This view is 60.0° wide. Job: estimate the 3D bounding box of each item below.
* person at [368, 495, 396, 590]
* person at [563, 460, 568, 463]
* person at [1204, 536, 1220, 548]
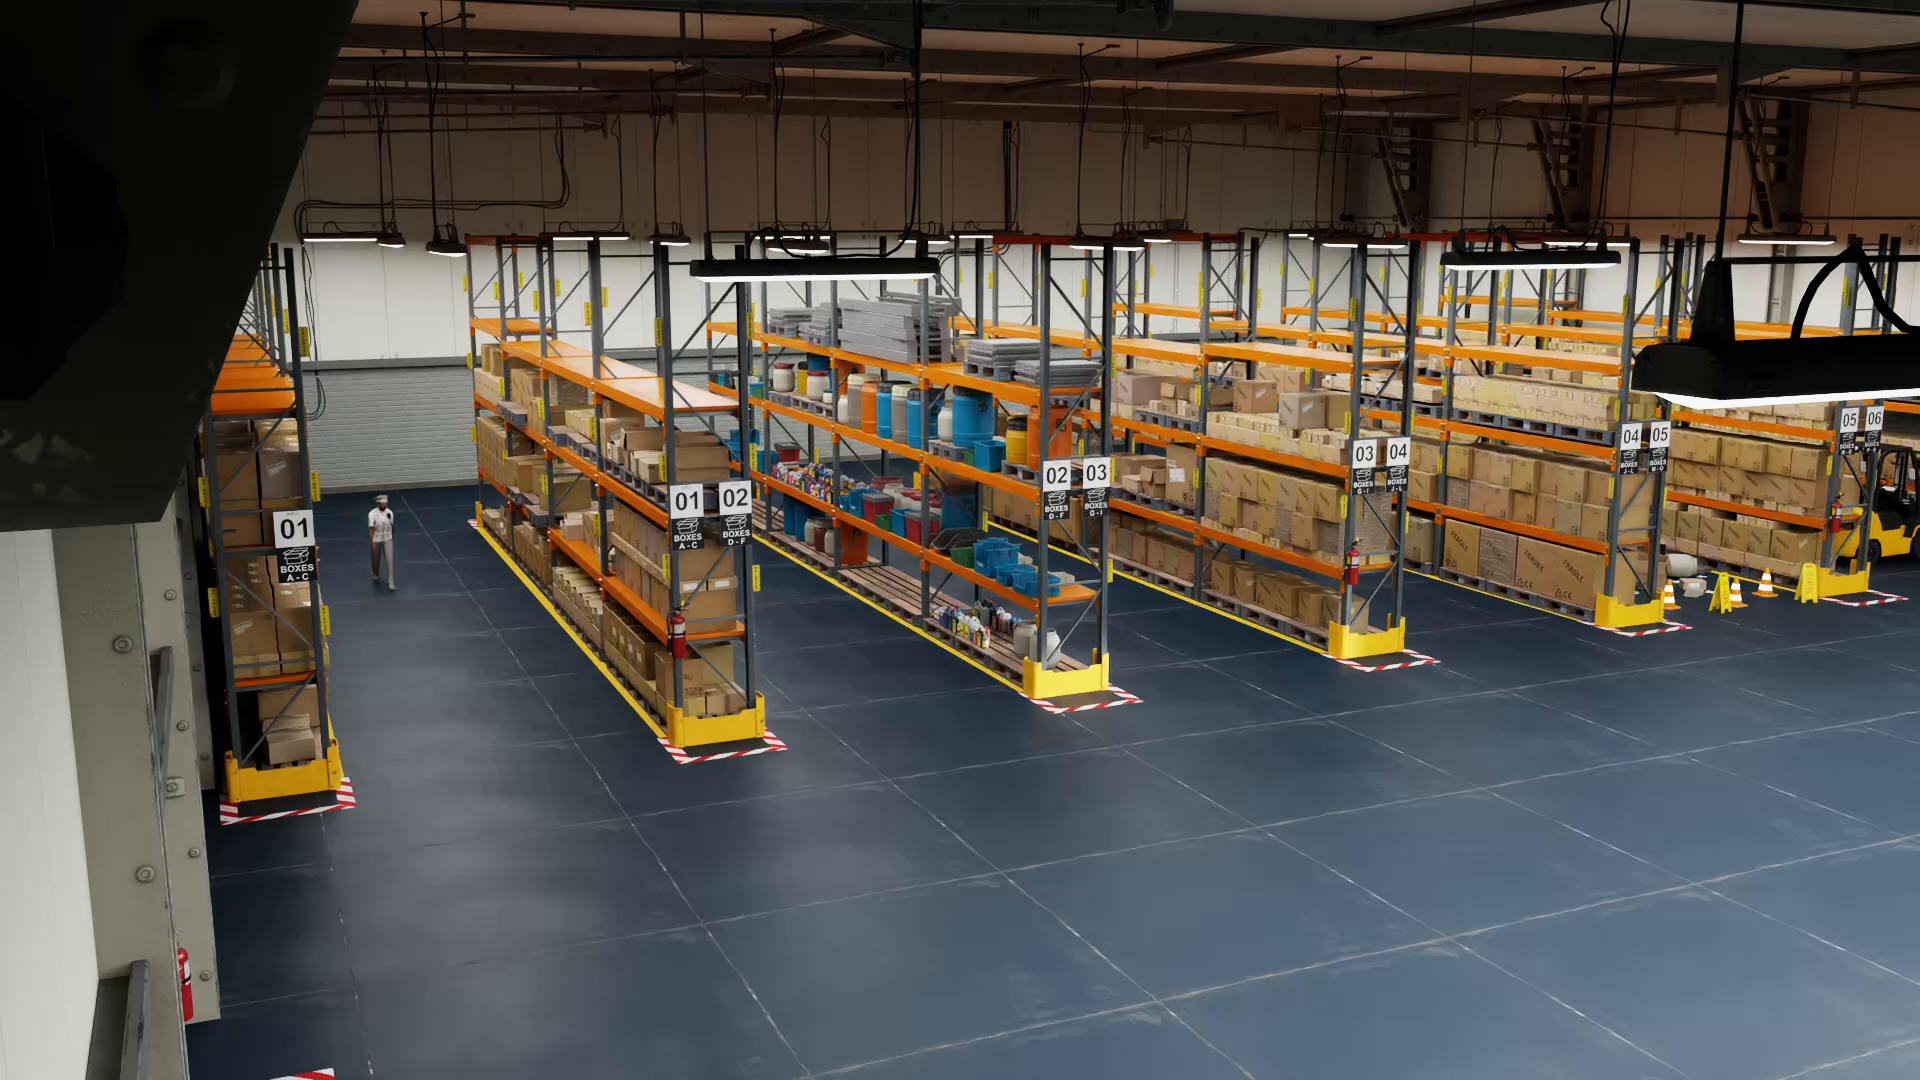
[{"bbox_3d":[-10.005,0.001,28.762,0.435,1.614,1.045,-5,12,-24],"label":"person"},{"bbox_3d":[-9.374,-2.077,39.135,0.769,1.769,0.515,-5,12,-23],"label":"person"},{"bbox_3d":[4.857,-0.657,31.865,0.540,1.695,1.067,-7,13,-33],"label":"person"}]
